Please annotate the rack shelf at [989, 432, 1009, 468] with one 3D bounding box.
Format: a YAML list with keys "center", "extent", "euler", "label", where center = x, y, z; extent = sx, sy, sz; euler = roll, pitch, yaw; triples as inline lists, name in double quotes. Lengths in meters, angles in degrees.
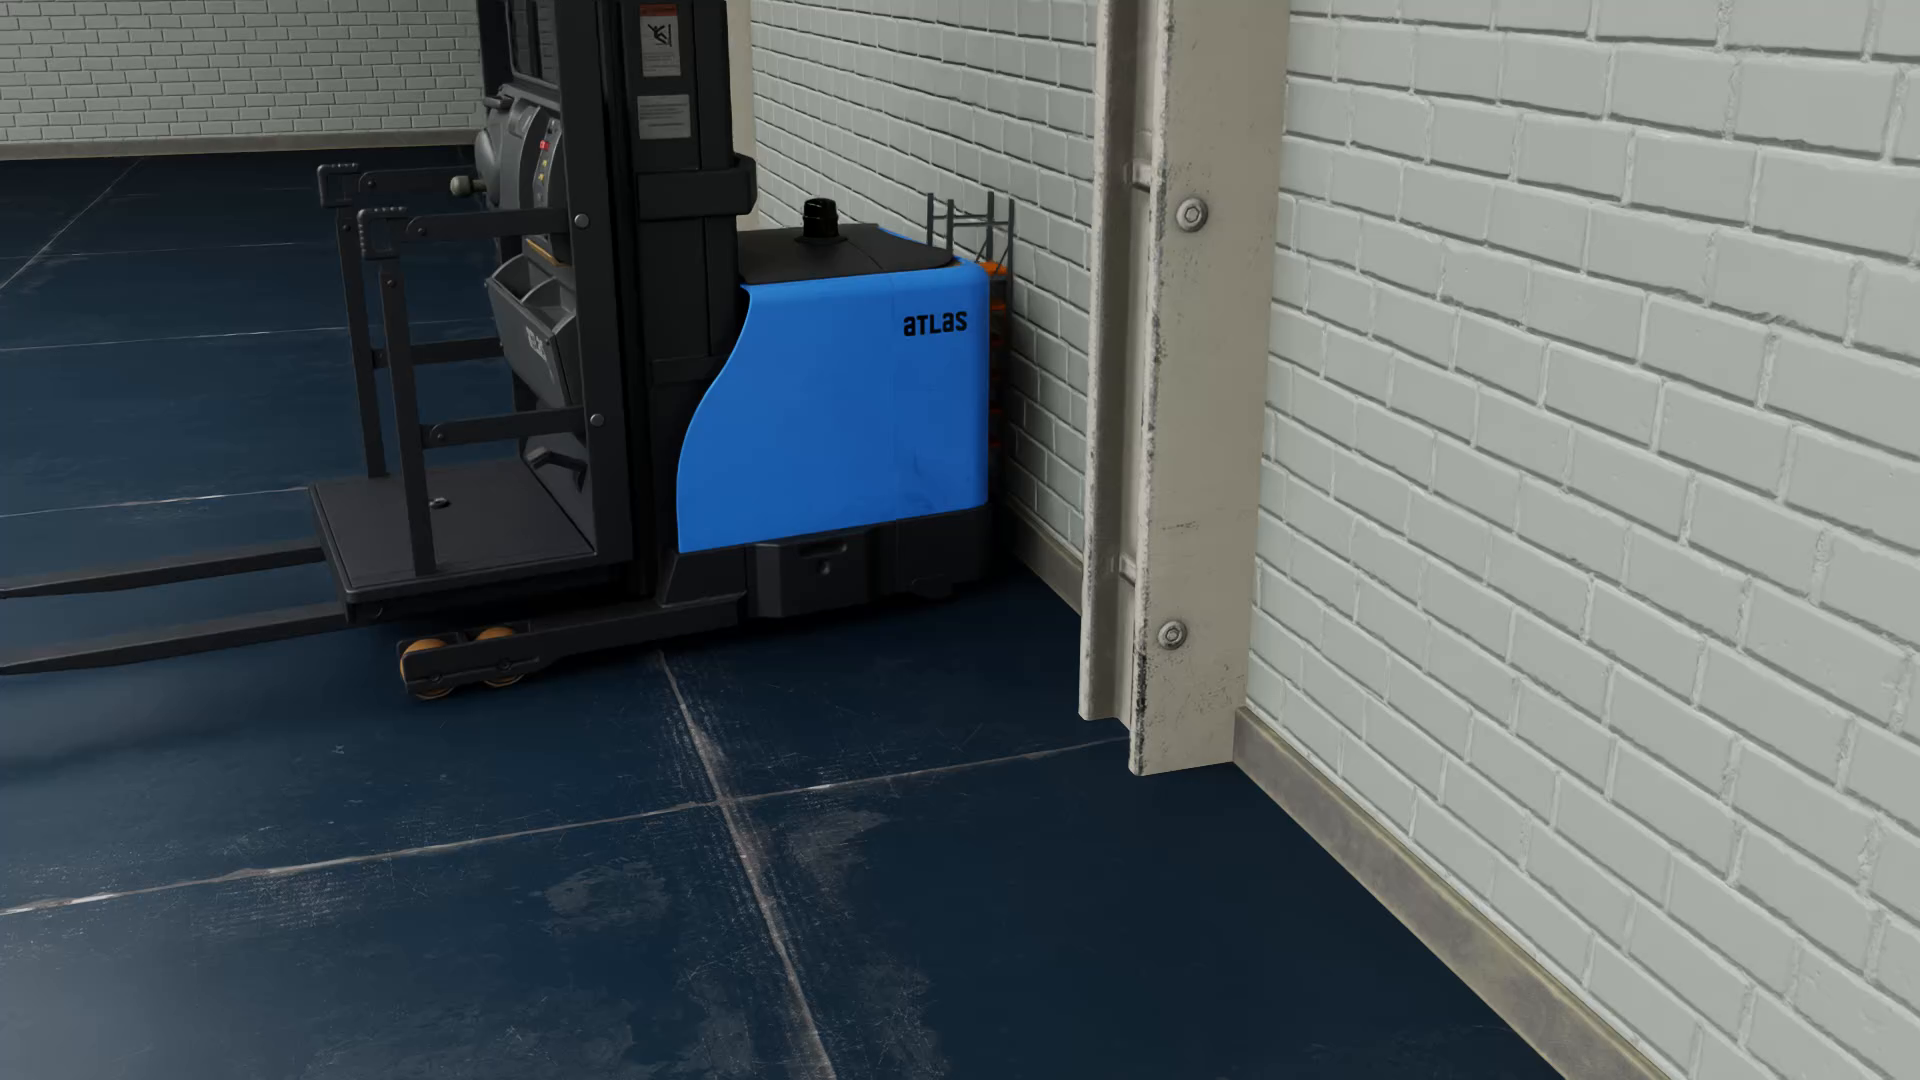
- center: [0.017, -0.312, 5.831]
  extent: [0.258, 0.103, 0.180]
  euler: [-6, 20, -21]
  label: "rack shelf"

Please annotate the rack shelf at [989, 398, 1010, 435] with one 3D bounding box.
- center: [0.020, -0.426, 5.793]
  extent: [0.258, 0.103, 0.180]
  euler: [-6, 20, -21]
  label: "rack shelf"

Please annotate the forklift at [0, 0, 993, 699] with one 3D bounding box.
- center: [-1.451, -1.136, 4.743]
  extent: [3.031, 2.935, 1.130]
  euler: [-9, 22, -24]
  label: "forklift"

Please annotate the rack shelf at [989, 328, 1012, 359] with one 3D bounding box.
- center: [0.025, -0.653, 5.717]
  extent: [0.258, 0.103, 0.180]
  euler: [-6, 20, -21]
  label: "rack shelf"

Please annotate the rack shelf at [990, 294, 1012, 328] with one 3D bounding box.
- center: [0.028, -0.767, 5.679]
  extent: [0.258, 0.103, 0.180]
  euler: [-6, 20, -21]
  label: "rack shelf"

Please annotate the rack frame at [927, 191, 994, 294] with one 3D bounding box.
- center: [-0.010, -0.609, 5.821]
  extent: [0.240, 1.200, 0.006]
  euler: [-6, 20, -21]
  label: "rack frame"

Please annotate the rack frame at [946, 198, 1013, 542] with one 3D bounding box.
- center: [0.058, -0.554, 5.660]
  extent: [0.240, 1.200, 0.006]
  euler: [-6, 20, -21]
  label: "rack frame"

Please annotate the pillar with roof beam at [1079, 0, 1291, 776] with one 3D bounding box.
- center: [-3.553, -3.255, 1.667]
  extent: [9.100, 9.000, 0.400]
  euler: [-6, 21, -17]
  label: "pillar with roof beam"

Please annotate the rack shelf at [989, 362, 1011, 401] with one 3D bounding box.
- center: [0.023, -0.539, 5.755]
  extent: [0.258, 0.103, 0.180]
  euler: [-6, 20, -21]
  label: "rack shelf"

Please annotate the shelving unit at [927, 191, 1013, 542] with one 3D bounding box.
- center: [0.024, -0.582, 5.741]
  extent: [0.258, 1.200, 0.189]
  euler: [-6, 20, -21]
  label: "shelving unit"

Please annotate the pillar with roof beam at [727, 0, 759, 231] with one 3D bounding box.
- center: [-5.439, -5.181, 7.028]
  extent: [9.100, 9.000, 0.400]
  euler: [-6, 21, -17]
  label: "pillar with roof beam"

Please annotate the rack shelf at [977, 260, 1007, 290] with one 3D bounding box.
- center: [0.031, -0.881, 5.641]
  extent: [0.258, 0.103, 0.180]
  euler: [-6, 20, -21]
  label: "rack shelf"
